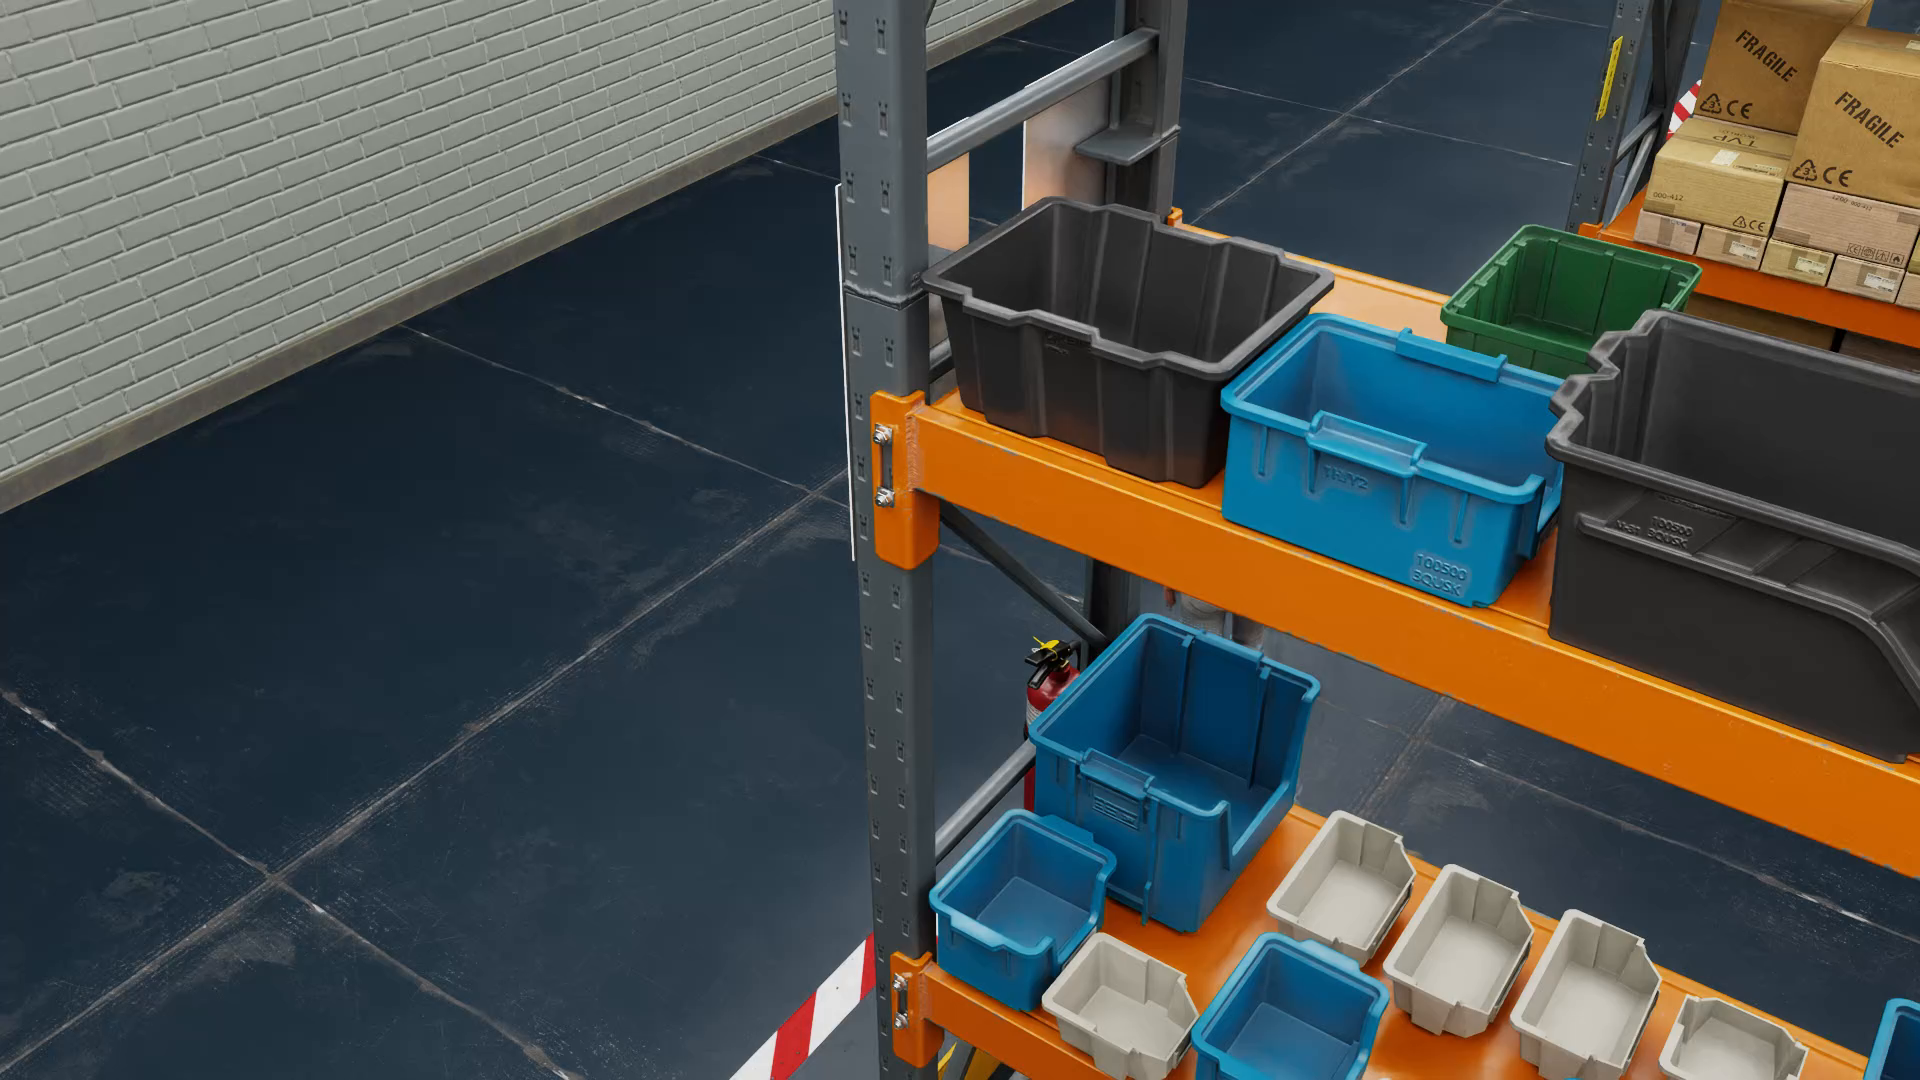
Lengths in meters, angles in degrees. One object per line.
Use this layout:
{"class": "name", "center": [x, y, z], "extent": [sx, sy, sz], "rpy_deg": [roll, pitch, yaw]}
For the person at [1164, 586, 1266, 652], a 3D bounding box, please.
{"class": "person", "center": [0.943, 0.178, 5.932], "extent": [0.457, 1.612, 0.657], "rpy_deg": [3, 35, 4]}
